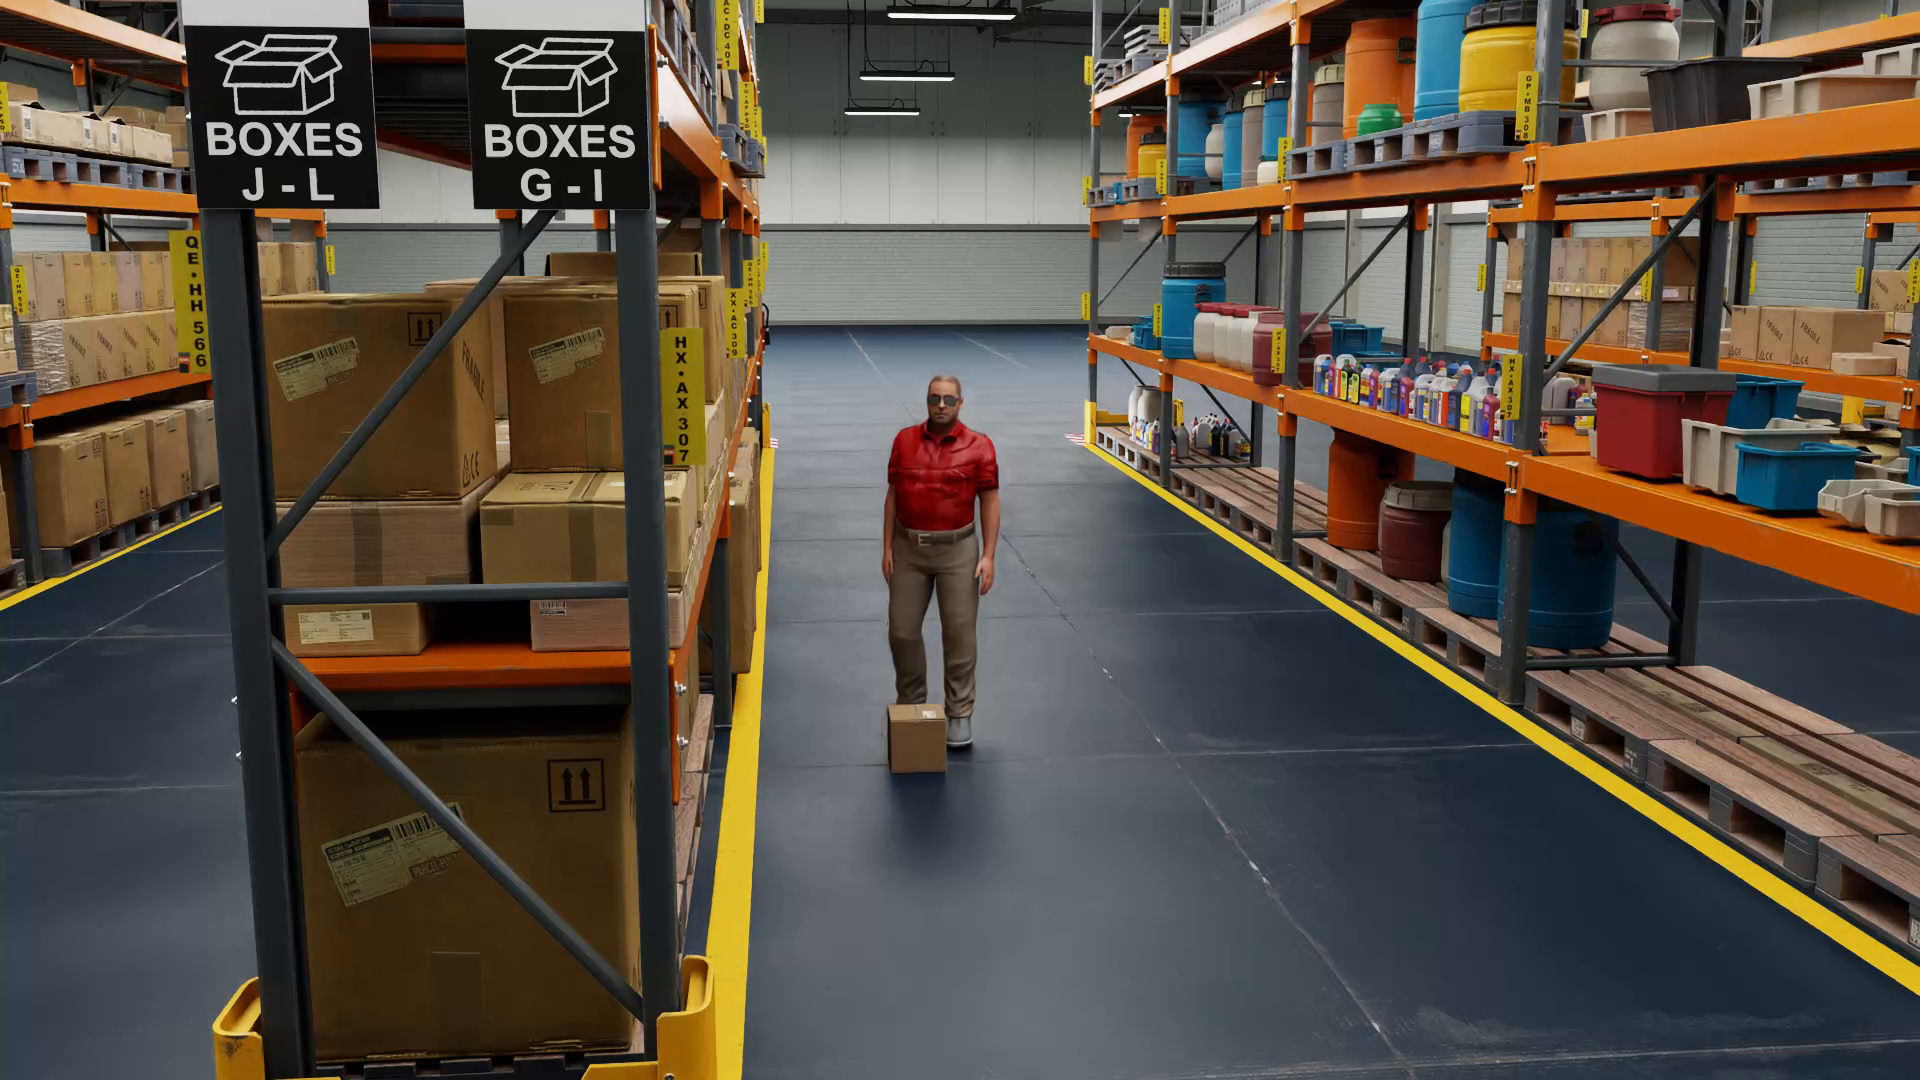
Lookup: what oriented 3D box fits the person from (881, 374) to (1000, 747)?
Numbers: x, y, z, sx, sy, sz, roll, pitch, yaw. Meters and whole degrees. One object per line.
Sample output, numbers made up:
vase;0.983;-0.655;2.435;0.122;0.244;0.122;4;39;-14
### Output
person;-0.105;0.115;7.878;0.577;1.793;0.448;2;10;10
